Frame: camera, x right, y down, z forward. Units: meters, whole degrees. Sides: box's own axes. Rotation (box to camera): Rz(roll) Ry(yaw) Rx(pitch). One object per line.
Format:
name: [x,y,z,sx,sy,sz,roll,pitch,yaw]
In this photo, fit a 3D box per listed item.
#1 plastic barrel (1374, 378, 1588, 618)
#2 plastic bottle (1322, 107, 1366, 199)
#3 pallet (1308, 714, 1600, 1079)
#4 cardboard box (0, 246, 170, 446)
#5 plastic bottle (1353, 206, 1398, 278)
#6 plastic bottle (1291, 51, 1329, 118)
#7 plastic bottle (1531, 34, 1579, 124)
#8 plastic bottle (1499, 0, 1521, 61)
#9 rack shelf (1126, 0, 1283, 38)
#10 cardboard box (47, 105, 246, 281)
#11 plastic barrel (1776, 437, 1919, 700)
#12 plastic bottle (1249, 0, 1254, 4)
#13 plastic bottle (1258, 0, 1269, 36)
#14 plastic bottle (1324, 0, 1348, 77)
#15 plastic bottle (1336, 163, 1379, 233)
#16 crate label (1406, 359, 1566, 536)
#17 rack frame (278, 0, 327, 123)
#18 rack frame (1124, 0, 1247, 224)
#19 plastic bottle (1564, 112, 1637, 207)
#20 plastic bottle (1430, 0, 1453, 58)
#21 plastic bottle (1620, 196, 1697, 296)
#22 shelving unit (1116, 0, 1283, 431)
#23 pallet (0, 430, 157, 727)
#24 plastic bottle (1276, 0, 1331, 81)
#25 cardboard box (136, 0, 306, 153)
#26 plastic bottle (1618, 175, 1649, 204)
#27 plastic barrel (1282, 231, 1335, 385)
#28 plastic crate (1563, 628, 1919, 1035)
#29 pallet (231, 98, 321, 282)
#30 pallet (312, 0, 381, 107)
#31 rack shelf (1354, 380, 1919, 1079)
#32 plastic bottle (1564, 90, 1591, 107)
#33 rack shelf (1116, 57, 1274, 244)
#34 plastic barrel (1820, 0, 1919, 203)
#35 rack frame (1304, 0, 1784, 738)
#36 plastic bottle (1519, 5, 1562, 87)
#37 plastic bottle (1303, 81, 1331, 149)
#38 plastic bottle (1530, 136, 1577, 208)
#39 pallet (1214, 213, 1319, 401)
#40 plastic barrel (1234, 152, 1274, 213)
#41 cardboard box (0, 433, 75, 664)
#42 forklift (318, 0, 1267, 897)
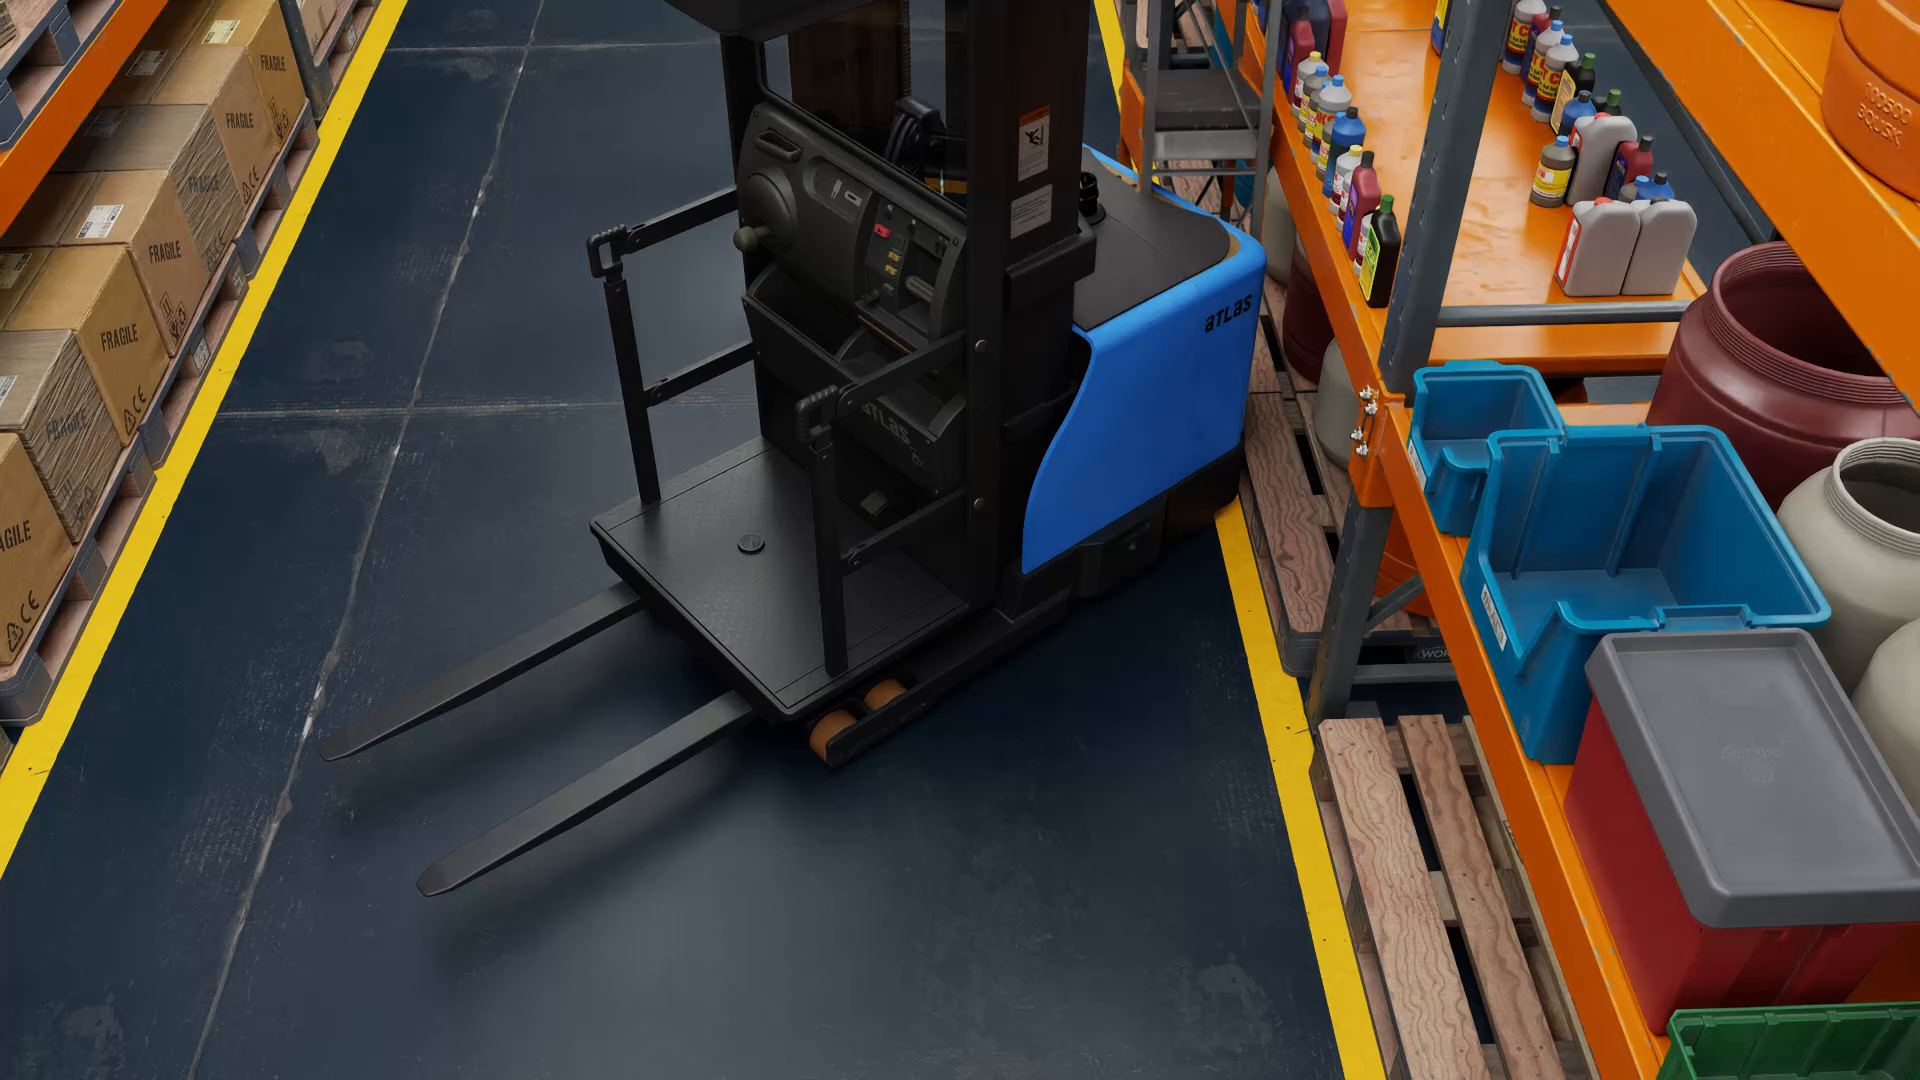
plastic barrel: [1.538,-0.243,5.090,0.600,0.830,0.708,-2,43,-2]
plastic bottle: [1.128,-1.137,4.866,0.097,0.271,0.097,0,43,0]
pallet: [1.570,0.994,4.509,1.003,0.211,1.213,-2,43,-2]
cardboard box: [-3.151,-0.667,5.782,0.500,0.500,0.500,-2,43,-2]
plastic bottle: [1.146,-0.824,4.576,0.097,0.201,0.097,0,43,0]
plastic bottle: [1.107,-1.440,5.248,0.097,0.201,0.097,0,43,0]
plastic bottle: [1.868,-1.449,5.207,0.097,0.271,0.097,0,43,0]
plastic bottle: [1.822,-1.750,5.531,0.152,0.276,0.135,-2,43,-2]
rack shelf: [0.762,-1.884,5.165,0.431,0.518,0.480,-2,30,-2]
cardboard box: [-3.202,-1.362,6.541,0.500,0.500,0.500,-1,43,-1]
plastic barrel: [1.833,0.089,3.350,0.421,0.512,0.421,0,43,0]
plastic bottle: [1.072,-2.027,5.837,0.097,0.271,0.097,0,43,0]
plastic bottle: [1.105,-1.896,5.635,0.144,0.351,0.185,-2,43,-2]
plastic bottle: [1.220,-1.676,5.445,0.061,0.283,0.133,-2,43,-2]
plastic bottle: [1.136,-0.980,4.746,0.097,0.201,0.097,0,43,0]
crate label: [1.219,-0.201,3.874,0.303,0.233,0.416,-2,43,-2]
rack frame: [-3.543,-3.119,6.933,1.000,3.000,0.127,-2,43,-2]
rack frame: [0.753,-1.411,5.720,0.400,2.100,0.015,-2,30,-2]
plastic bottle: [1.861,-1.126,4.850,0.152,0.276,0.135,-2,43,-2]
plastic bottle: [1.673,-1.790,5.520,0.144,0.351,0.185,-2,43,-2]
plastic bottle: [1.881,-0.814,4.510,0.152,0.276,0.135,-2,43,-2]
shelving unit: [0.765,-1.289,5.509,0.431,2.100,0.503,-2,30,-2]
pallet: [-3.367,0.104,5.480,1.003,0.211,1.213,-2,43,-2]
plastic bottle: [1.119,-1.681,5.401,0.144,0.351,0.185,-2,43,-2]
cardboard box: [-3.236,-2.035,7.274,0.500,0.500,0.500,-2,43,-2]
plastic bottle: [1.899,-0.931,4.693,0.097,0.201,0.097,0,43,0]
plastic barrel: [1.490,-0.916,6.003,0.600,0.588,0.708,-2,43,-2]
plastic crate: [1.339,0.518,2.918,0.402,0.464,0.583,-2,43,-2]
pallet: [-3.471,-1.543,7.277,1.003,0.211,1.213,-2,43,-2]
pallet: [-3.571,-2.555,8.381,1.003,0.211,1.213,-2,43,-2]
rack shelf: [1.661,1.057,2.909,1.077,0.370,4.000,-2,43,-2]
plastic bottle: [1.878,-1.268,5.060,0.097,0.201,0.097,0,43,0]
rack shelf: [0.765,-1.278,5.515,0.431,0.518,0.480,-2,30,-2]
plastic barrel: [1.422,-0.820,1.887,0.600,0.830,0.708,-2,43,-2]
rack frame: [1.576,-0.558,4.139,1.000,3.000,0.127,-2,43,-2]
plastic bottle: [1.877,-1.598,5.360,0.061,0.283,0.133,-2,43,-2]
plastic bottle: [1.116,-1.309,5.105,0.097,0.201,0.097,0,43,0]
plastic bottle: [1.737,-1.082,4.858,0.097,0.201,0.097,0,43,0]
pallet: [1.452,-0.883,6.557,1.003,0.211,1.213,-2,43,-2]
plastic barrel: [1.442,-1.794,6.729,0.600,0.901,0.708,-2,43,-2]
cardboard box: [-3.107,0.025,5.027,0.500,0.500,0.500,0,43,0]
forklift: [-0.475,-0.808,4.462,3.031,2.935,1.130,-30,50,-29]
